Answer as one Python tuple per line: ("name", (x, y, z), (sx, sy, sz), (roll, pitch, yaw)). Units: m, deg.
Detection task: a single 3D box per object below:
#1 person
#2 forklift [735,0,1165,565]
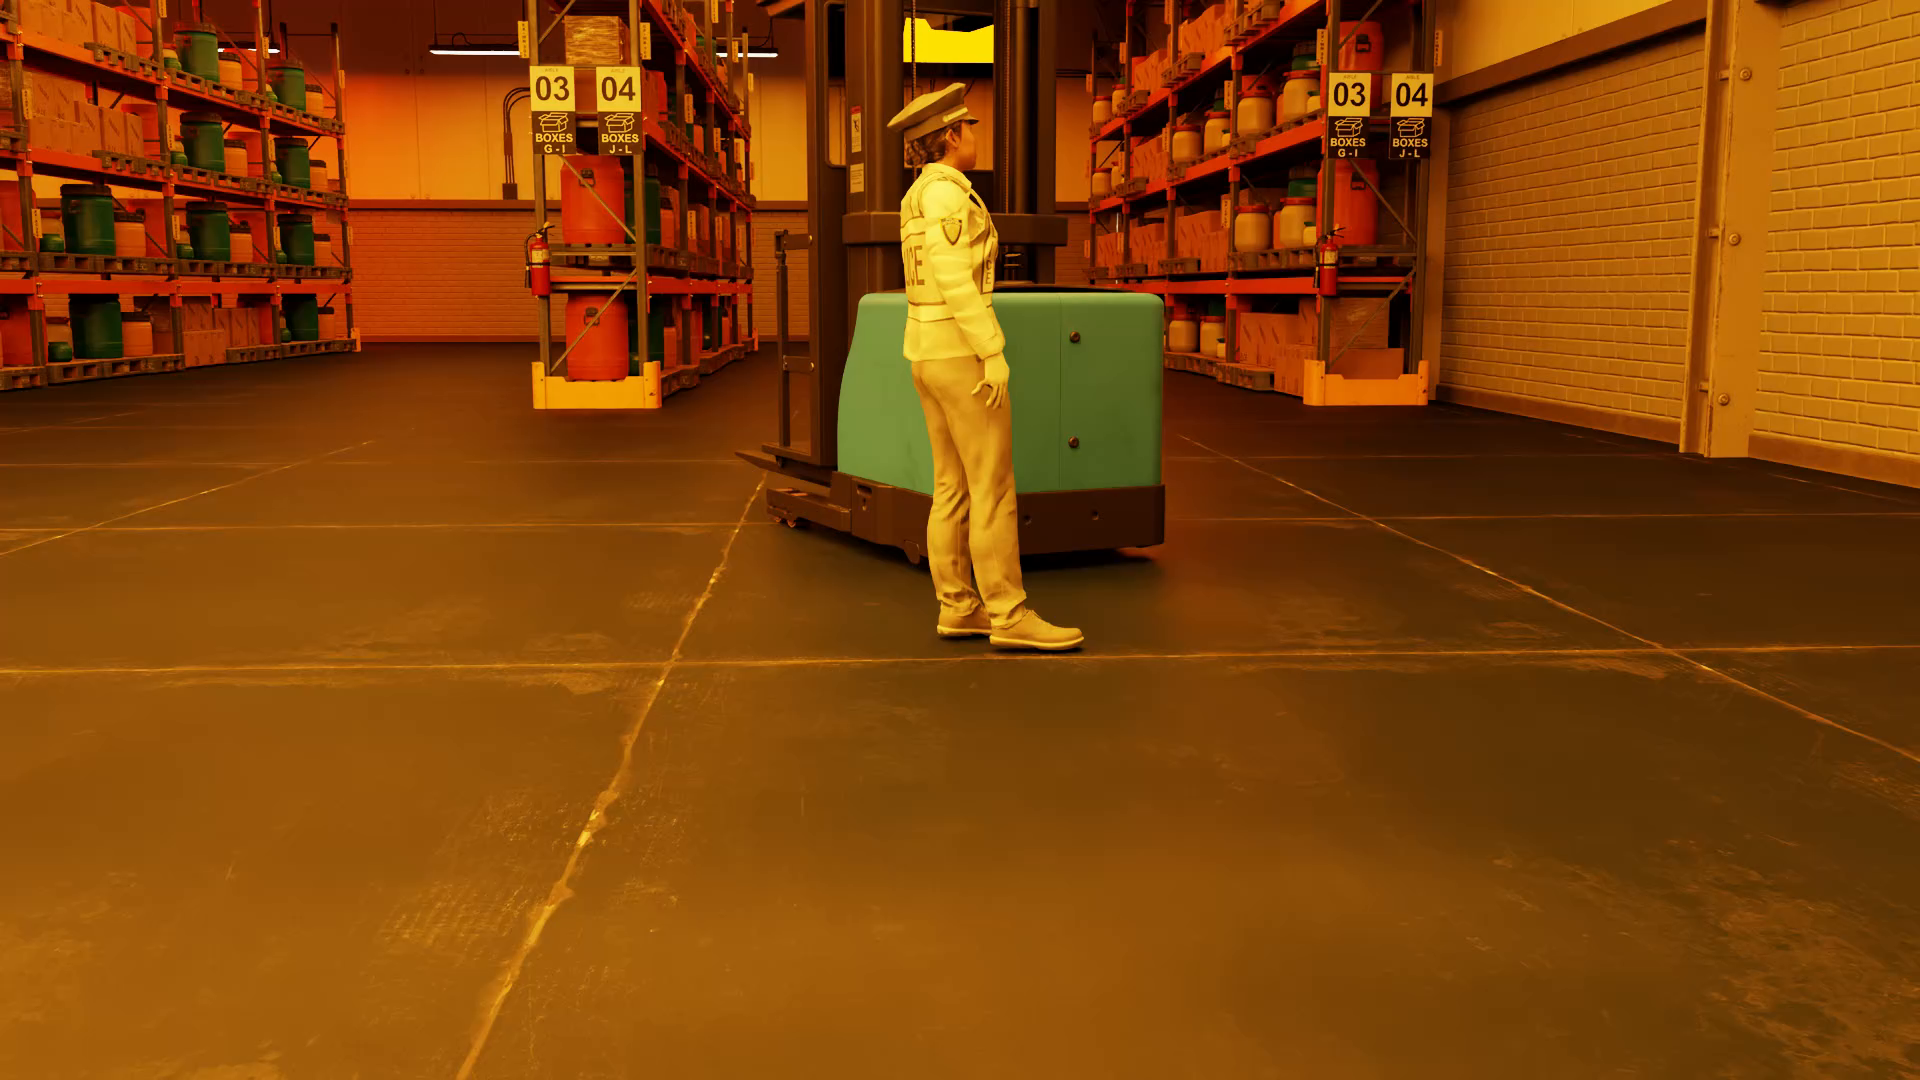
("person", (0.059, -0.538, 5.110), (0.534, 1.696, 0.588), (-2, 9, -14))
("forklift", (-0.264, -1.530, 7.637), (1.130, 2.935, 3.031), (-4, 9, -25))
